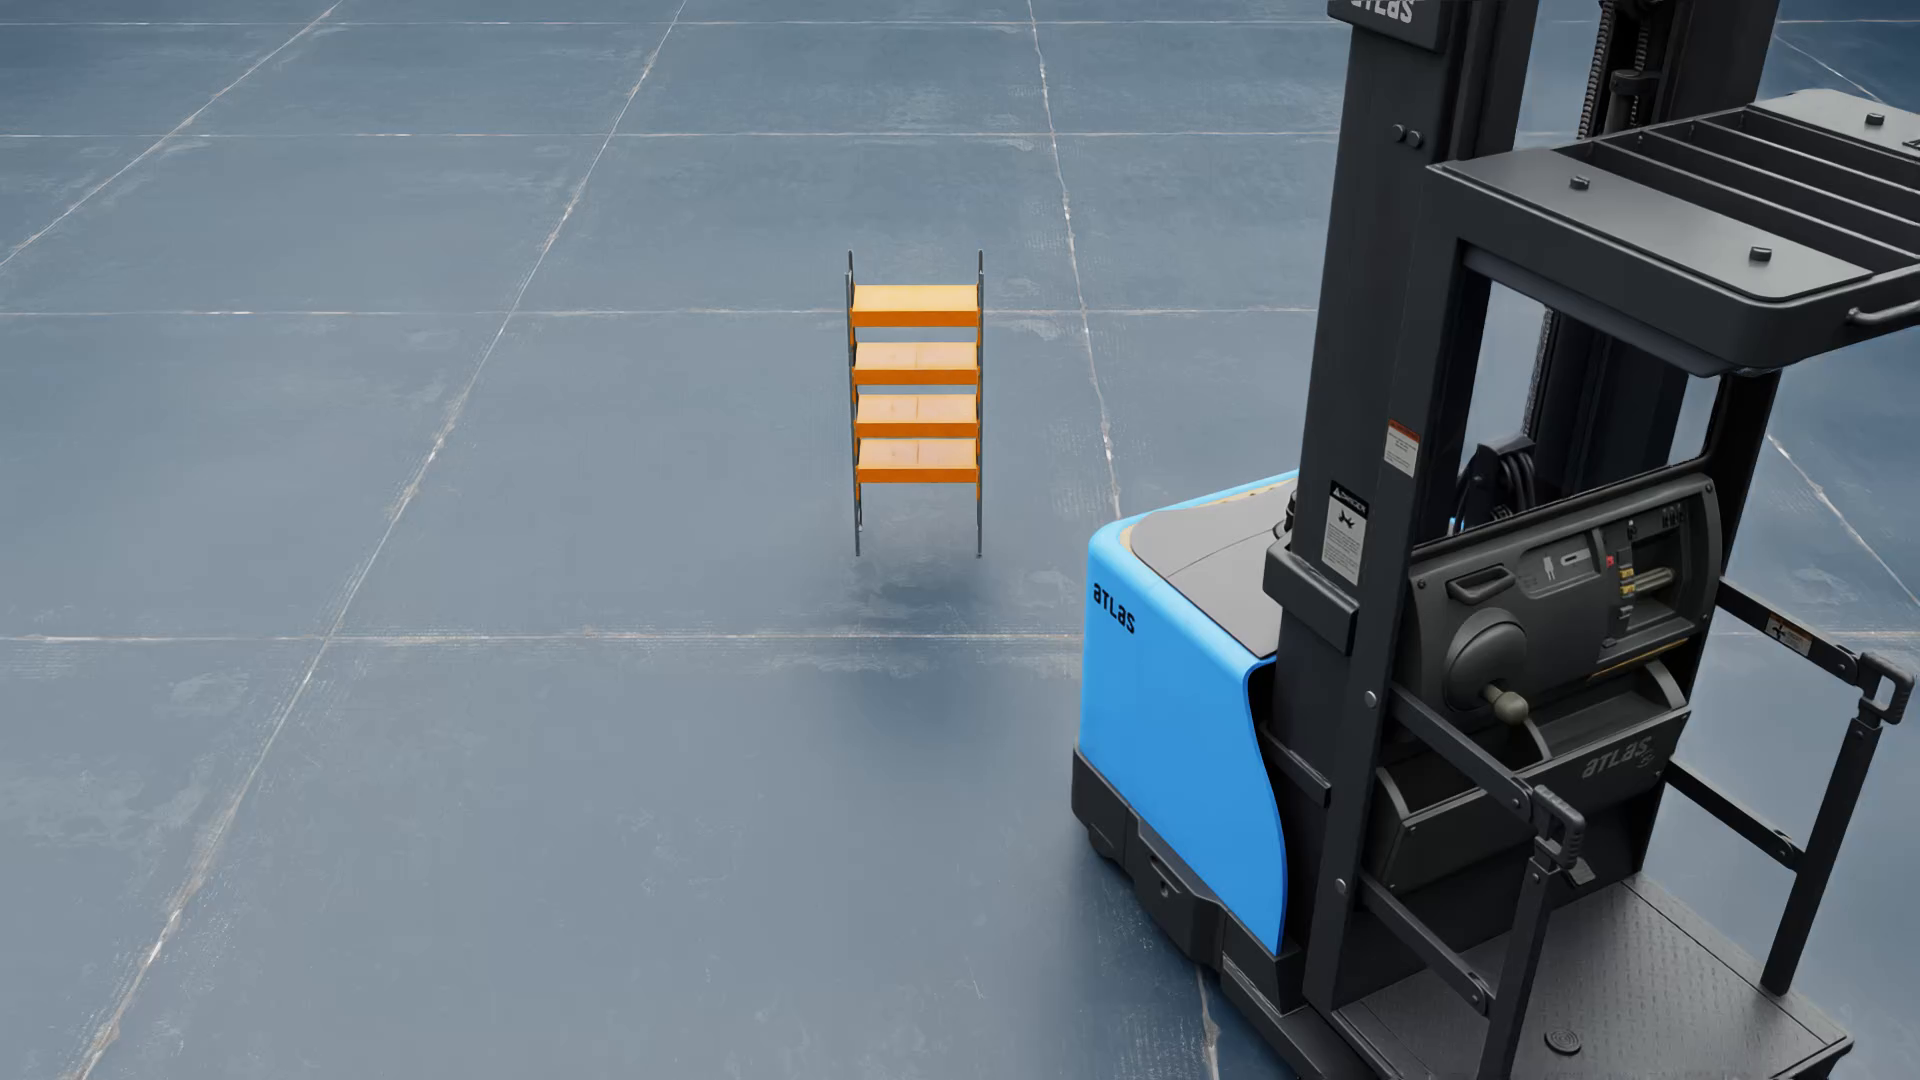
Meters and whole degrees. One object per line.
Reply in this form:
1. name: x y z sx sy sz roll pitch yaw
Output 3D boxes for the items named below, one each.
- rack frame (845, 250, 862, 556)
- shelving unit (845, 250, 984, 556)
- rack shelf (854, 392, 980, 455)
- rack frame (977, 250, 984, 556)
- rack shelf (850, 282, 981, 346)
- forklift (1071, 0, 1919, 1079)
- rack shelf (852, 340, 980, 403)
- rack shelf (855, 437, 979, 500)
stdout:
1. rack frame: -0.410 -0.512 6.437 0.015 1.200 0.240 0 31 0
2. shelving unit: -0.166 -0.512 6.438 0.503 1.200 0.258 0 31 0
3. rack shelf: -0.166 -0.455 6.473 0.480 0.148 0.258 0 31 0
4. rack frame: 0.078 -0.513 6.439 0.015 1.200 0.240 0 31 0
5. rack shelf: -0.166 -0.848 6.234 0.480 0.148 0.258 0 31 0
6. forklift: 1.490 0.185 3.620 1.130 2.935 3.031 -16 35 -24
7. rack shelf: -0.166 -0.646 6.357 0.480 0.148 0.258 0 31 0
8. rack shelf: -0.166 -0.285 6.576 0.480 0.148 0.258 0 31 0
